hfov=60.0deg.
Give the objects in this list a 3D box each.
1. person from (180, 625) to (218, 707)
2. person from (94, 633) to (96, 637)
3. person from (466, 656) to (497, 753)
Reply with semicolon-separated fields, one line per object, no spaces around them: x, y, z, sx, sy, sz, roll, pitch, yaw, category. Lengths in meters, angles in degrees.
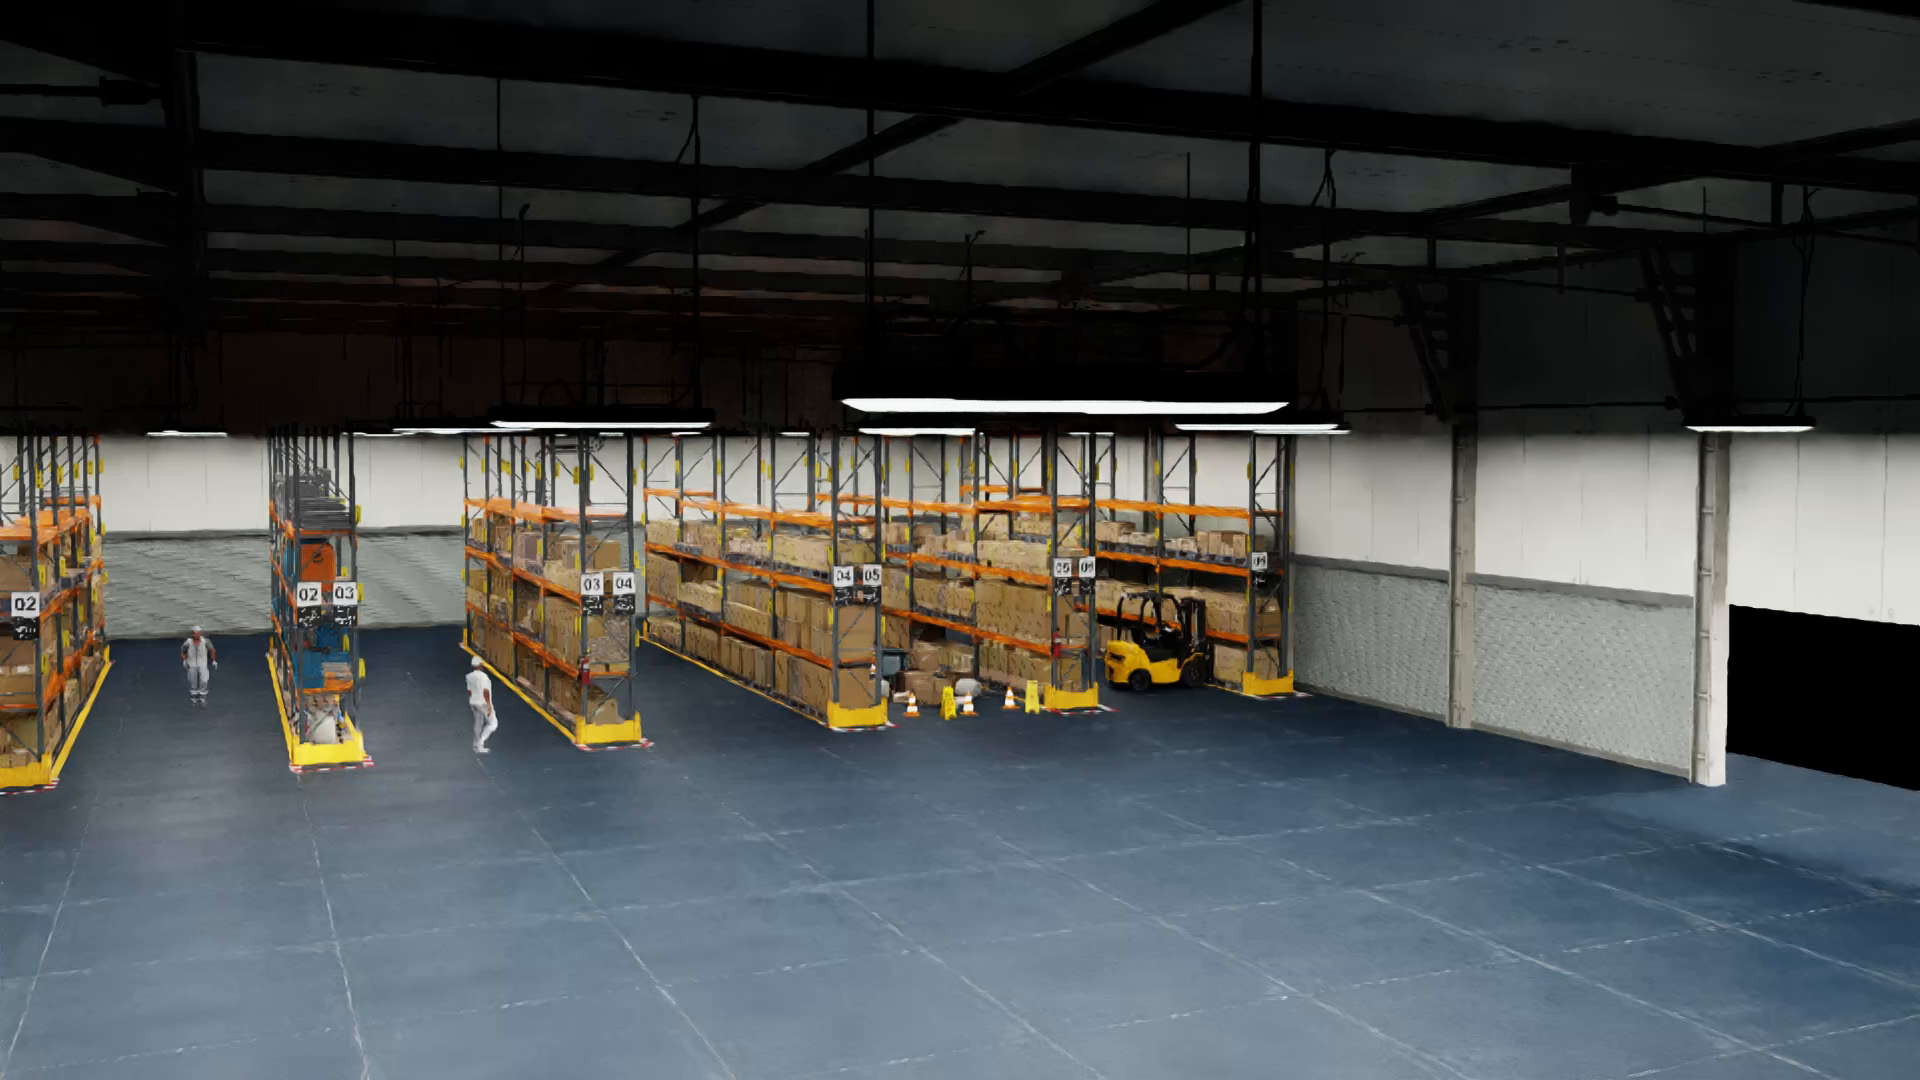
-16.256;2.685;35.516;0.713;1.749;0.686;-1;4;-20;person
-23.304;2.211;44.300;0.938;1.620;0.495;3;5;43;person
-8.711;2.993;30.189;0.607;1.762;0.456;3;4;36;person
